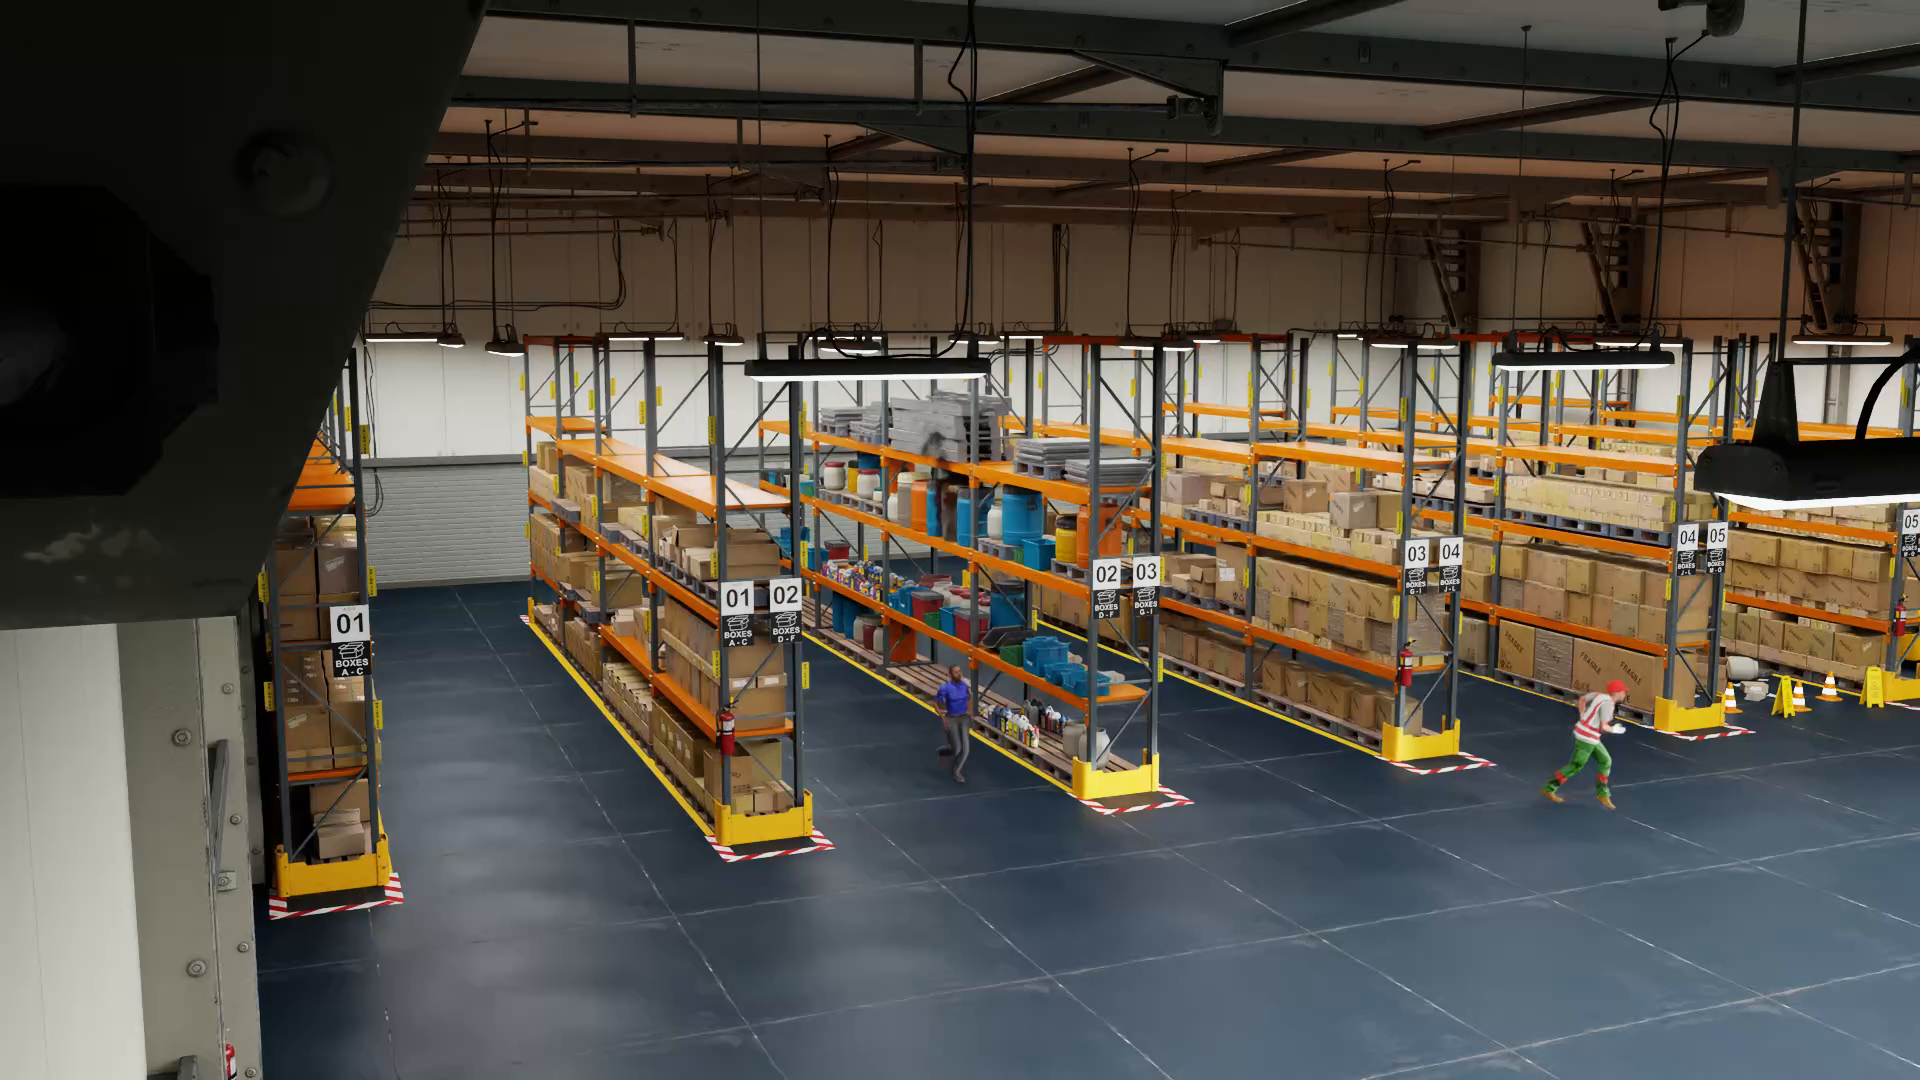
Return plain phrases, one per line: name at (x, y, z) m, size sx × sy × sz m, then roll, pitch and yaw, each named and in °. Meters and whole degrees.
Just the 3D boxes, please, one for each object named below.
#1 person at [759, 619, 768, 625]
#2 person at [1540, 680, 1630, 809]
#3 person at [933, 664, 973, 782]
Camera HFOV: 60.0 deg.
person at (-3.758, 1.555, 30.267) m, size 0.541 × 1.560 × 0.549 m, roll -4°, pitch 9°, yaw -28°
person at (8.107, 2.657, 21.600) m, size 1.048 × 1.732 × 0.706 m, roll 1°, pitch 8°, yaw 8°
person at (-0.070, 2.513, 22.937) m, size 0.583 × 1.605 × 0.558 m, roll -5°, pitch 9°, yaw -32°
